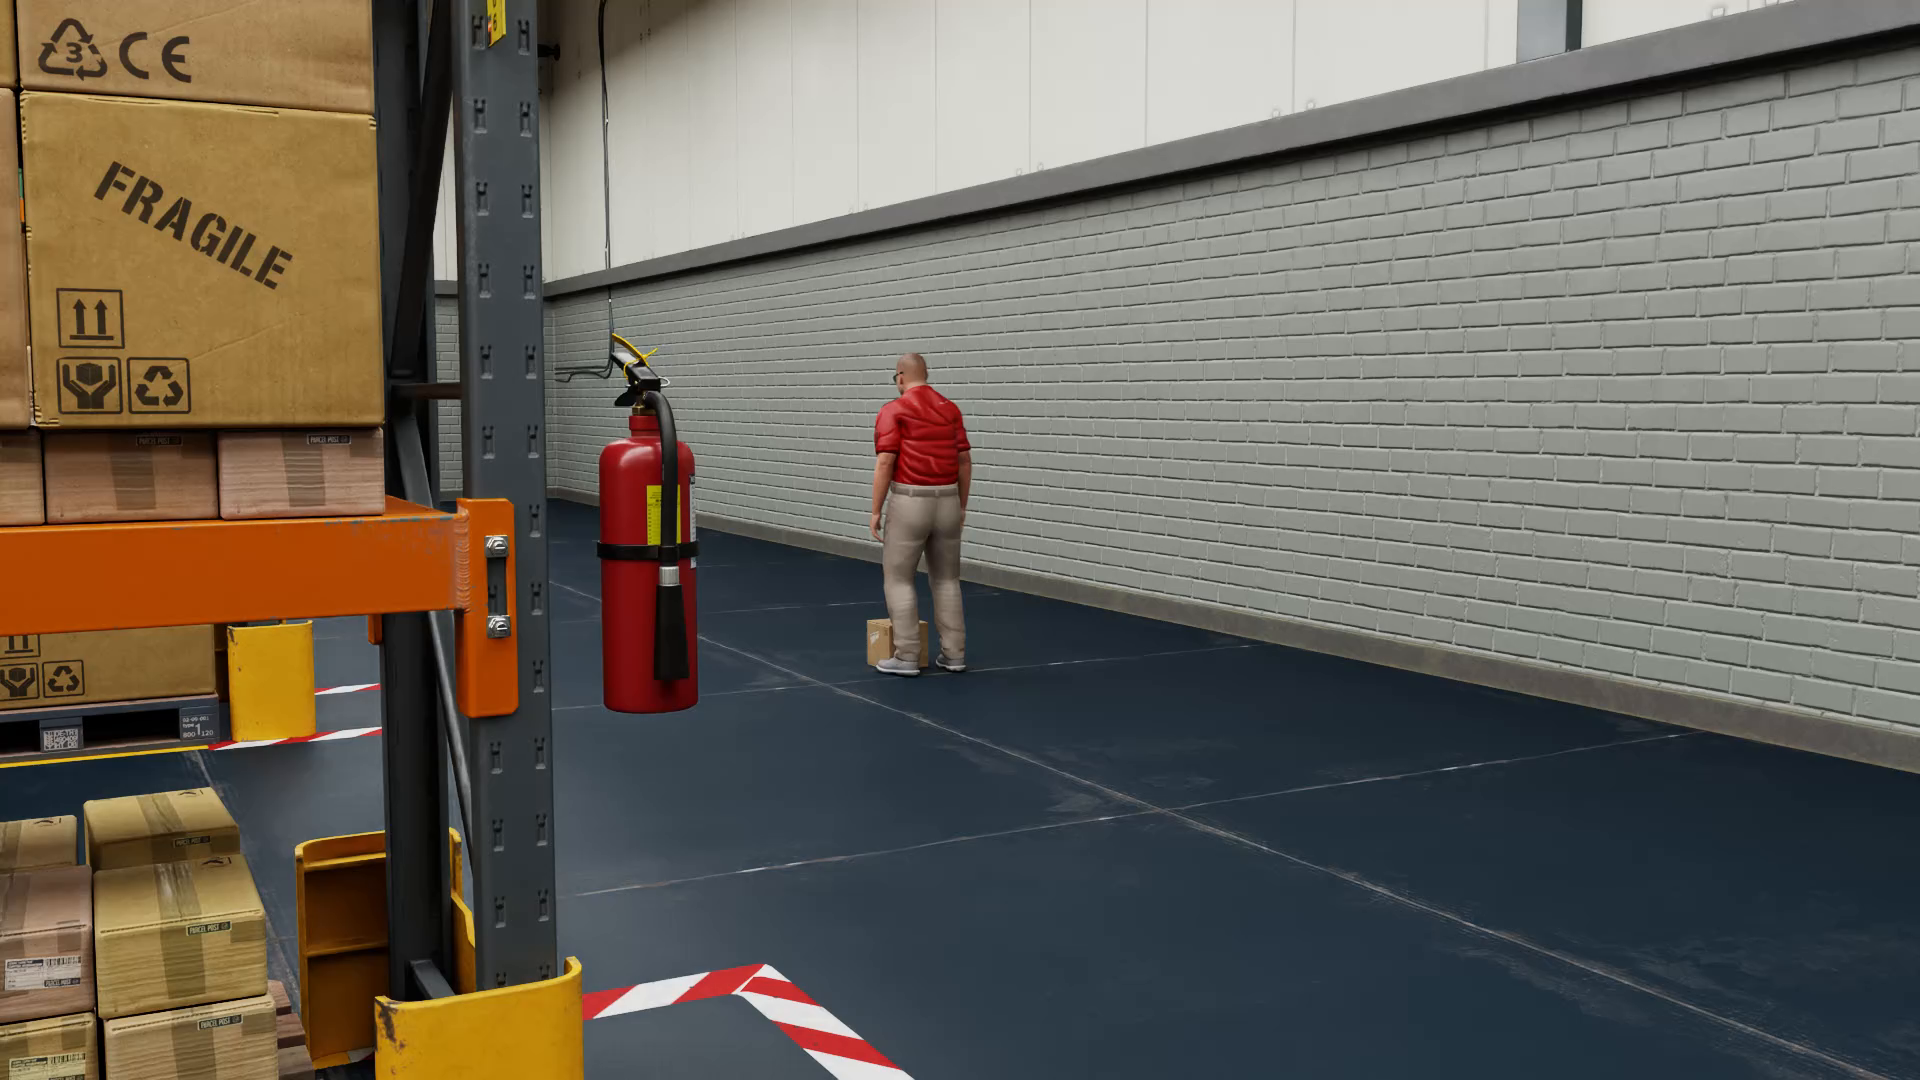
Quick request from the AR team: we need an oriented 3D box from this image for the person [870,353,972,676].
[{"bbox_3d":[-0.213,-0.143,8.962,0.586,1.727,0.390,-3,6,-29],"label":"person"}]
